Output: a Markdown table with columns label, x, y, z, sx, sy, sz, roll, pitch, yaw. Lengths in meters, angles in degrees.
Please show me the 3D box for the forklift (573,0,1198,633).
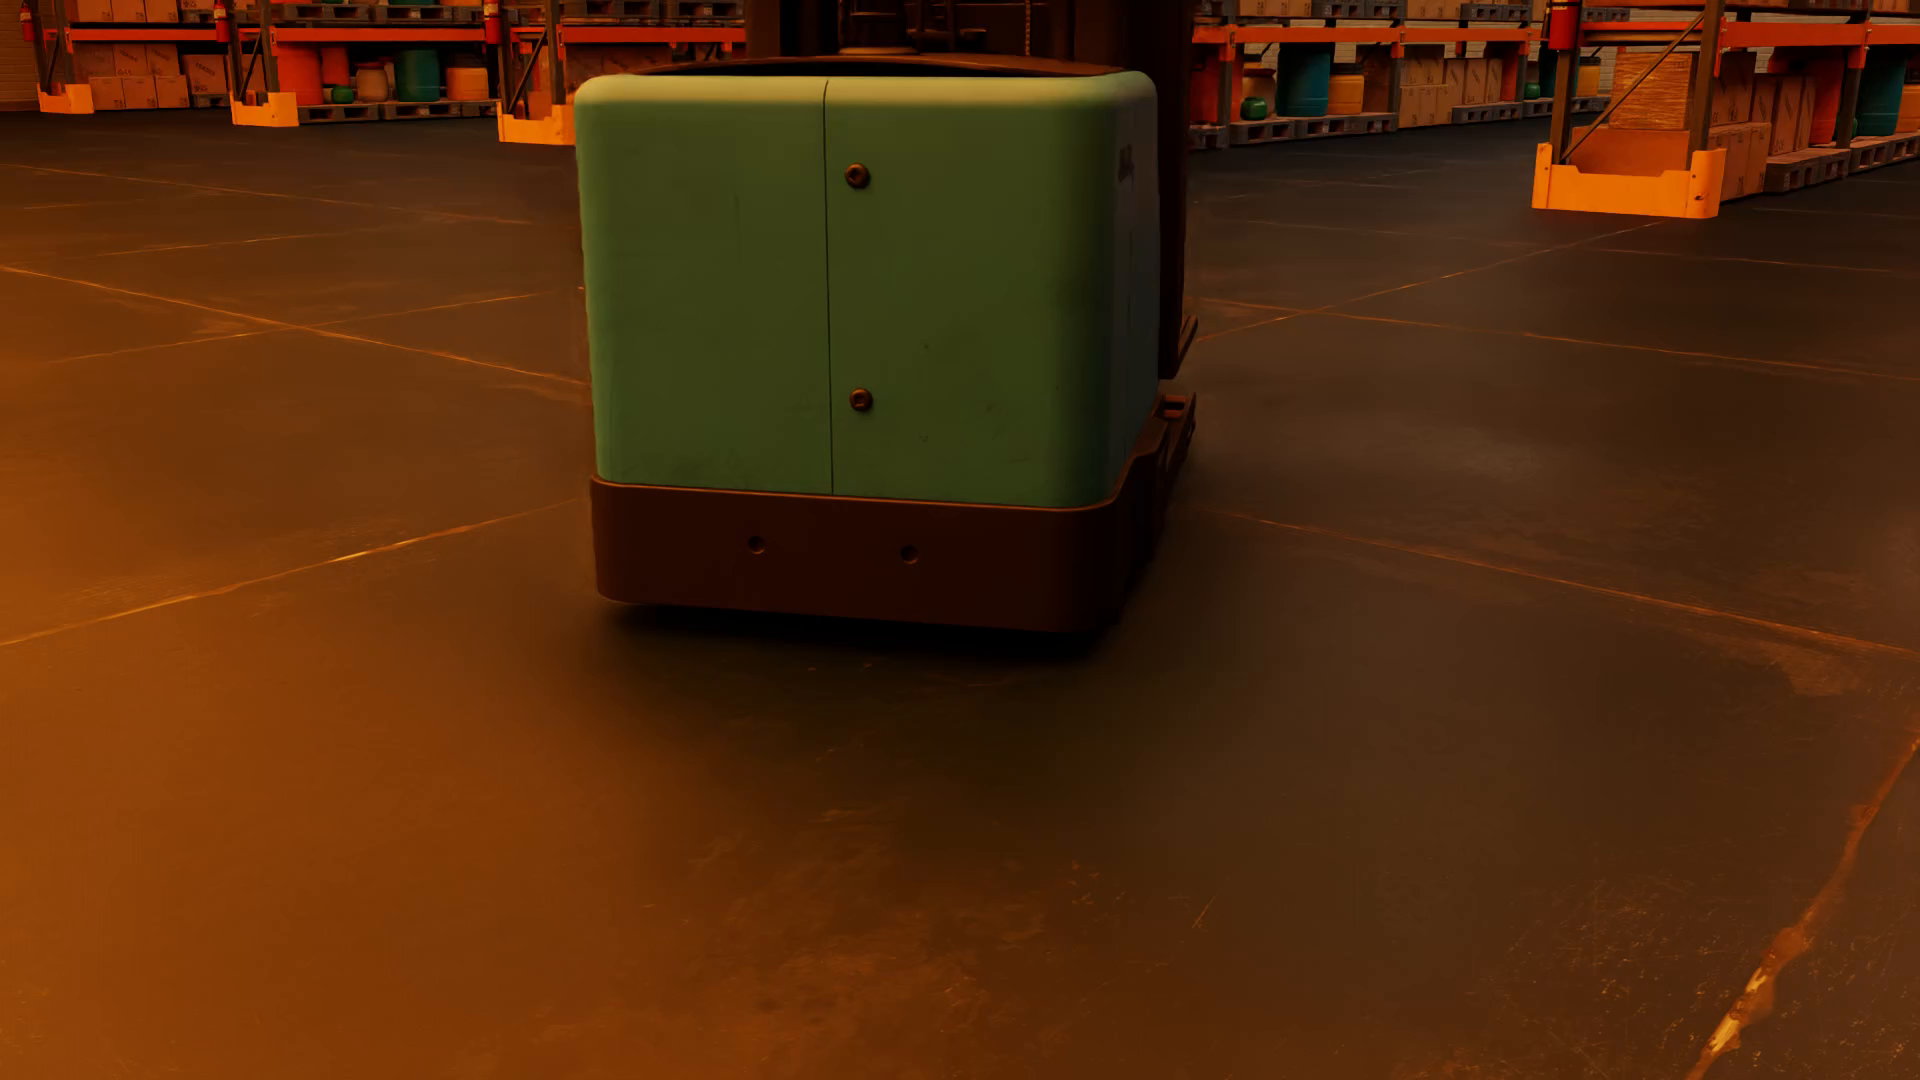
| label | x | y | z | sx | sy | sz | roll | pitch | yaw |
| --- | --- | --- | --- | --- | --- | --- | --- | --- | --- |
| forklift | 0.068 | -1.615 | 4.216 | 1.130 | 2.935 | 3.031 | 3 | 17 | 11 |
